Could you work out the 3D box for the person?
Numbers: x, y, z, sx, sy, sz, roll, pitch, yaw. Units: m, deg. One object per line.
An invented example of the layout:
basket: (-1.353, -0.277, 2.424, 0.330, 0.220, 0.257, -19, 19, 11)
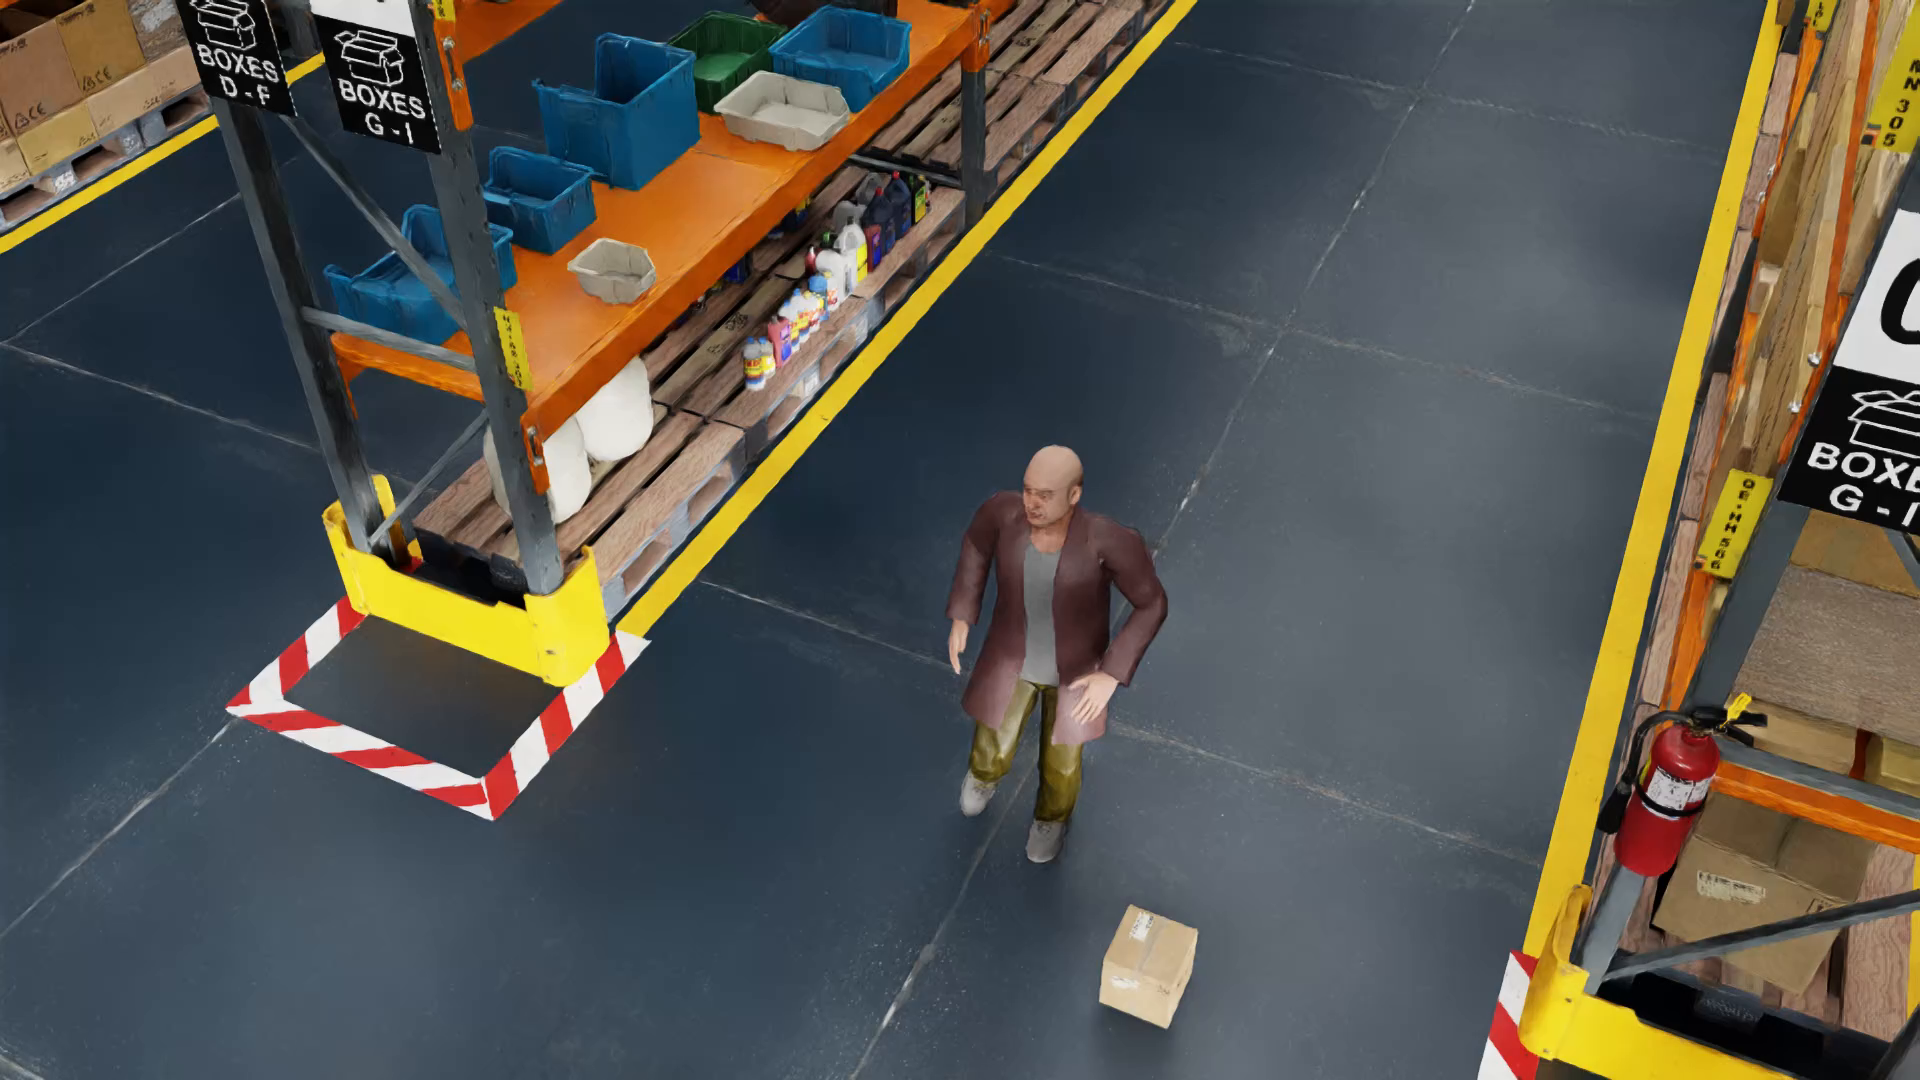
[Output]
person: (0.304, 0.429, 5.711, 0.766, 1.744, 0.530, 10, 42, 11)
